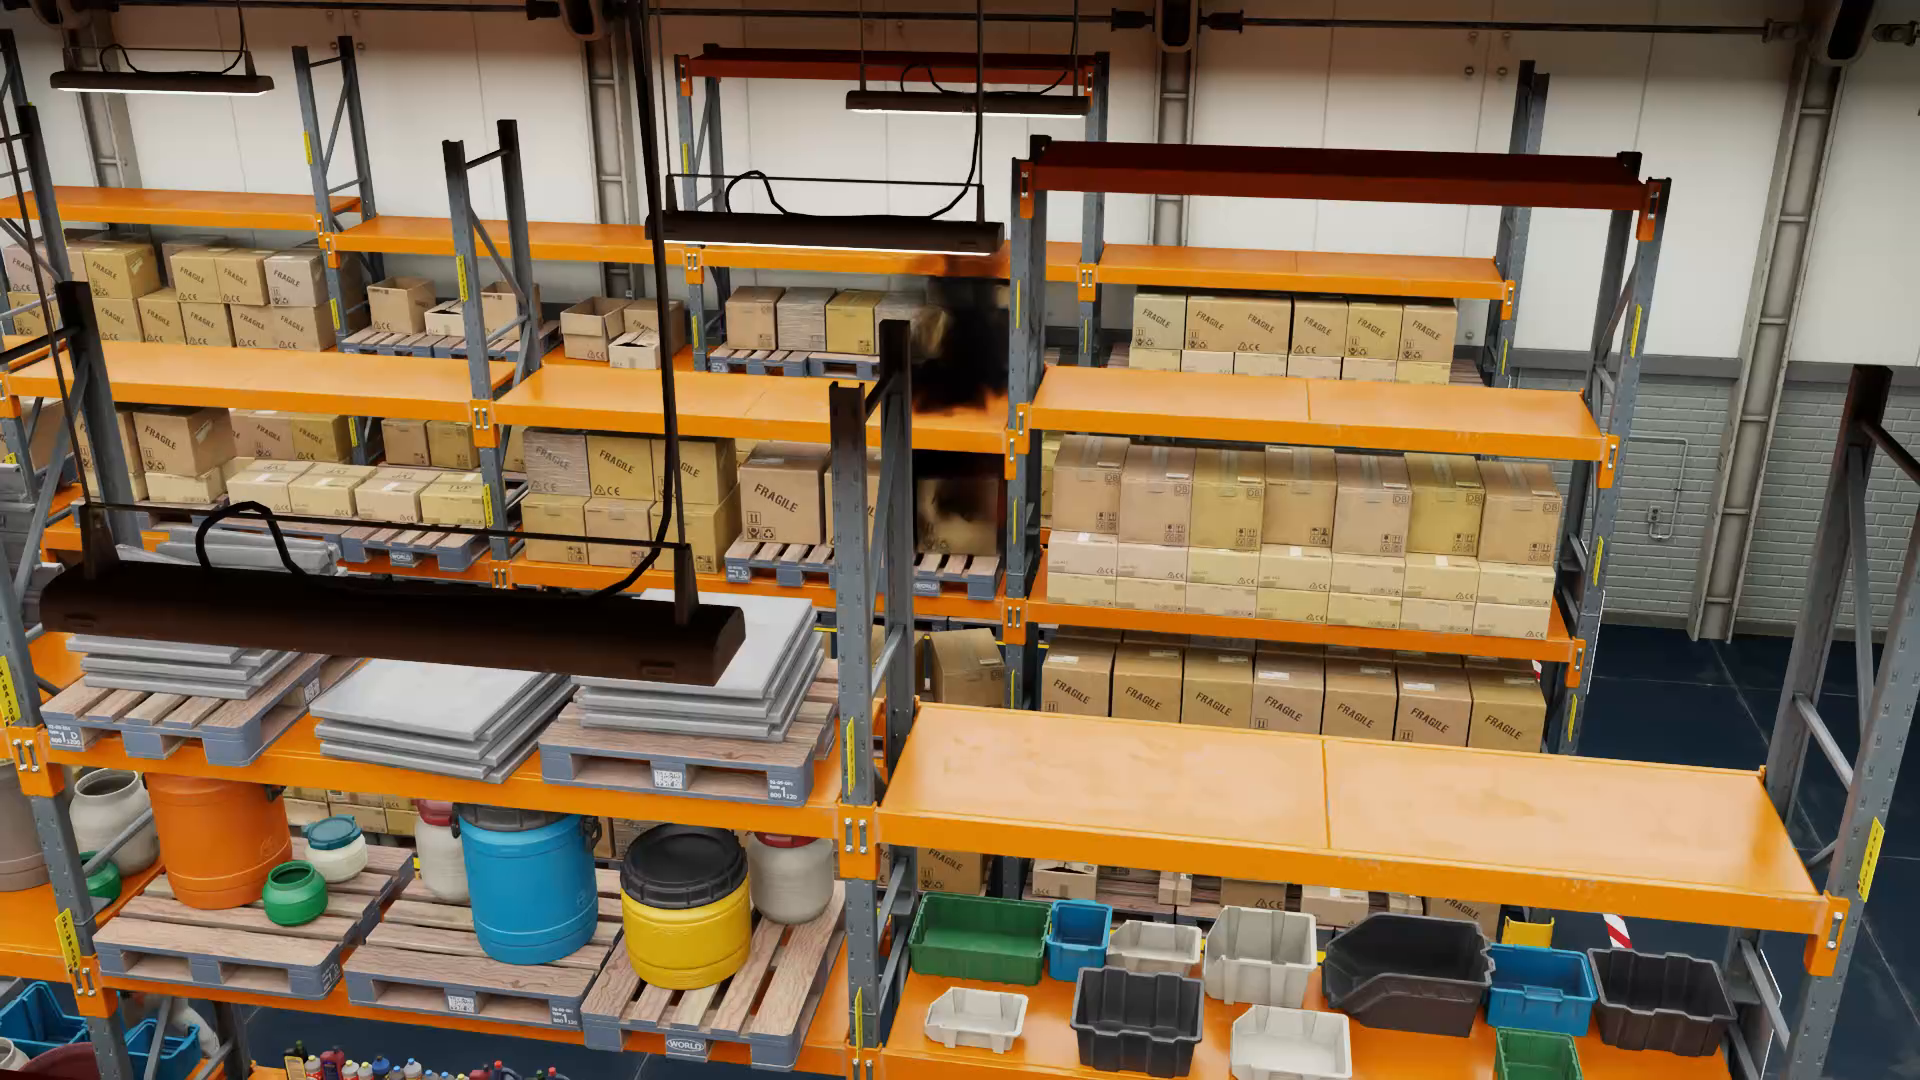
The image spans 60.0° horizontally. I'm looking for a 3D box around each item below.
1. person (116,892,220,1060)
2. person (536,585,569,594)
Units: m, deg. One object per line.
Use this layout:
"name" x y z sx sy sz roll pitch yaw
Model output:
"person" -5.428 2.956 11.154 0.832 1.859 0.652 3 23 7
"person" -3.817 1.064 15.718 0.623 1.647 0.581 3 23 7
